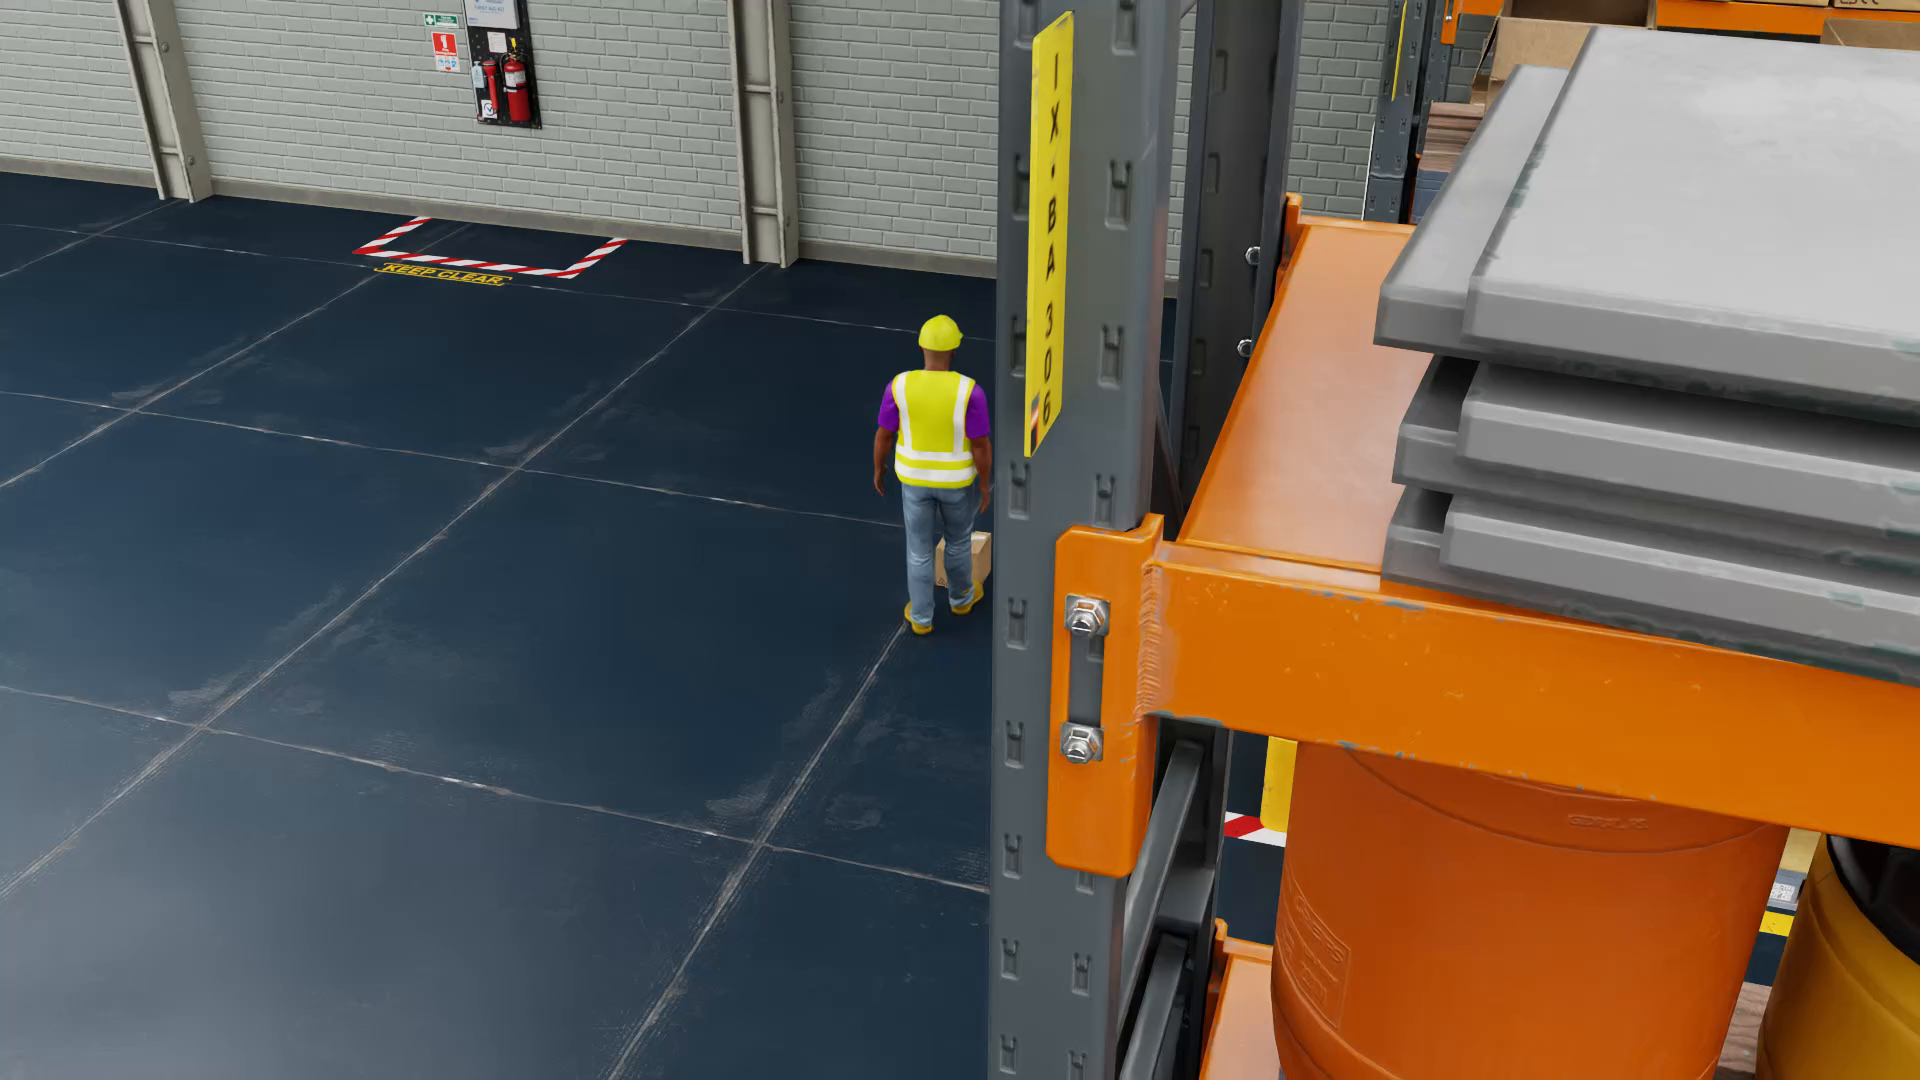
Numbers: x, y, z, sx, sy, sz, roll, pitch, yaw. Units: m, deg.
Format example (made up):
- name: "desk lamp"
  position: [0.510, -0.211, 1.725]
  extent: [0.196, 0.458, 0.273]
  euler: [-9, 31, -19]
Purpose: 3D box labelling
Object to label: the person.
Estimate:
- name: "person"
  position: [-0.137, -0.375, 8.758]
  extent: [0.634, 1.769, 0.550]
  euler: [3, 29, 5]
